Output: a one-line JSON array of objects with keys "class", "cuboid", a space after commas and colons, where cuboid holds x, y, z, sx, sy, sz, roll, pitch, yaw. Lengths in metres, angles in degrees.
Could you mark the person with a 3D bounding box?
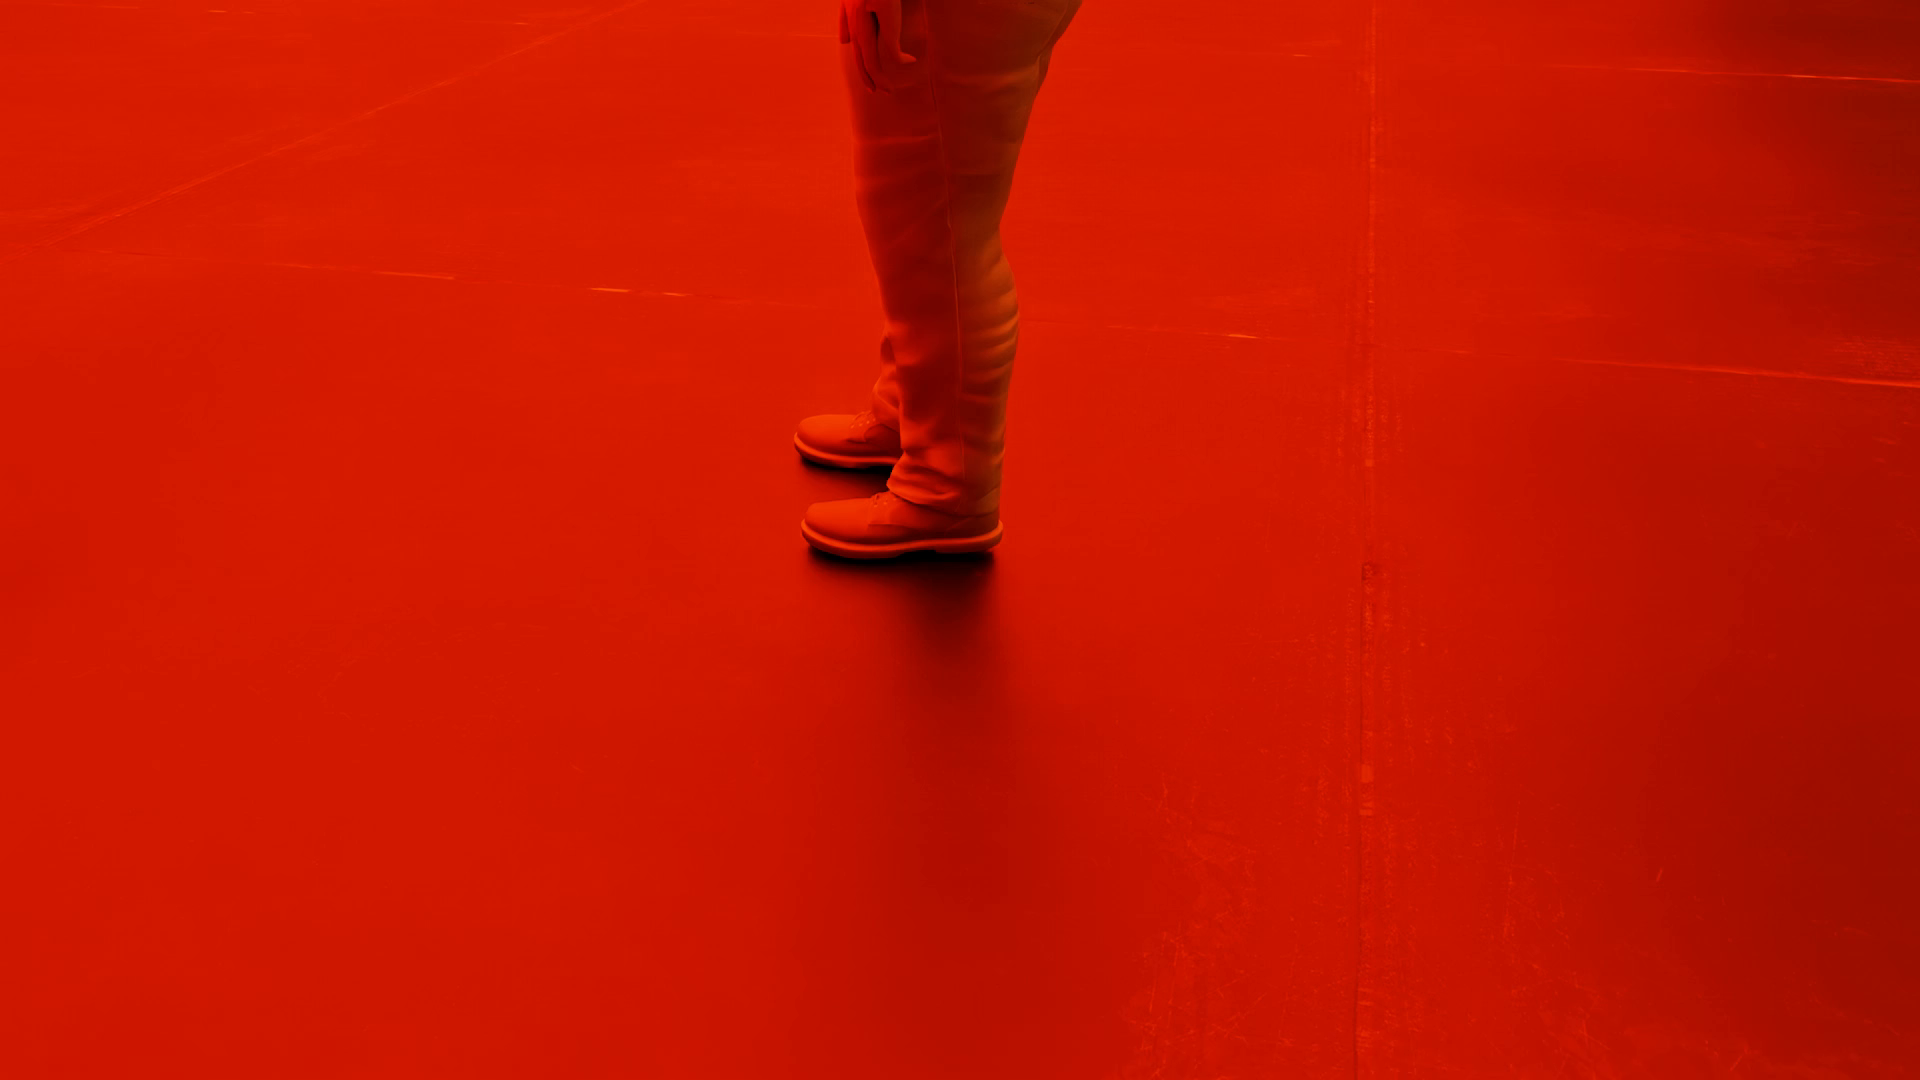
[{"class": "person", "cuboid": [-0.070, -0.769, 2.156, 0.529, 1.670, 0.598, 6, 27, 11]}]
